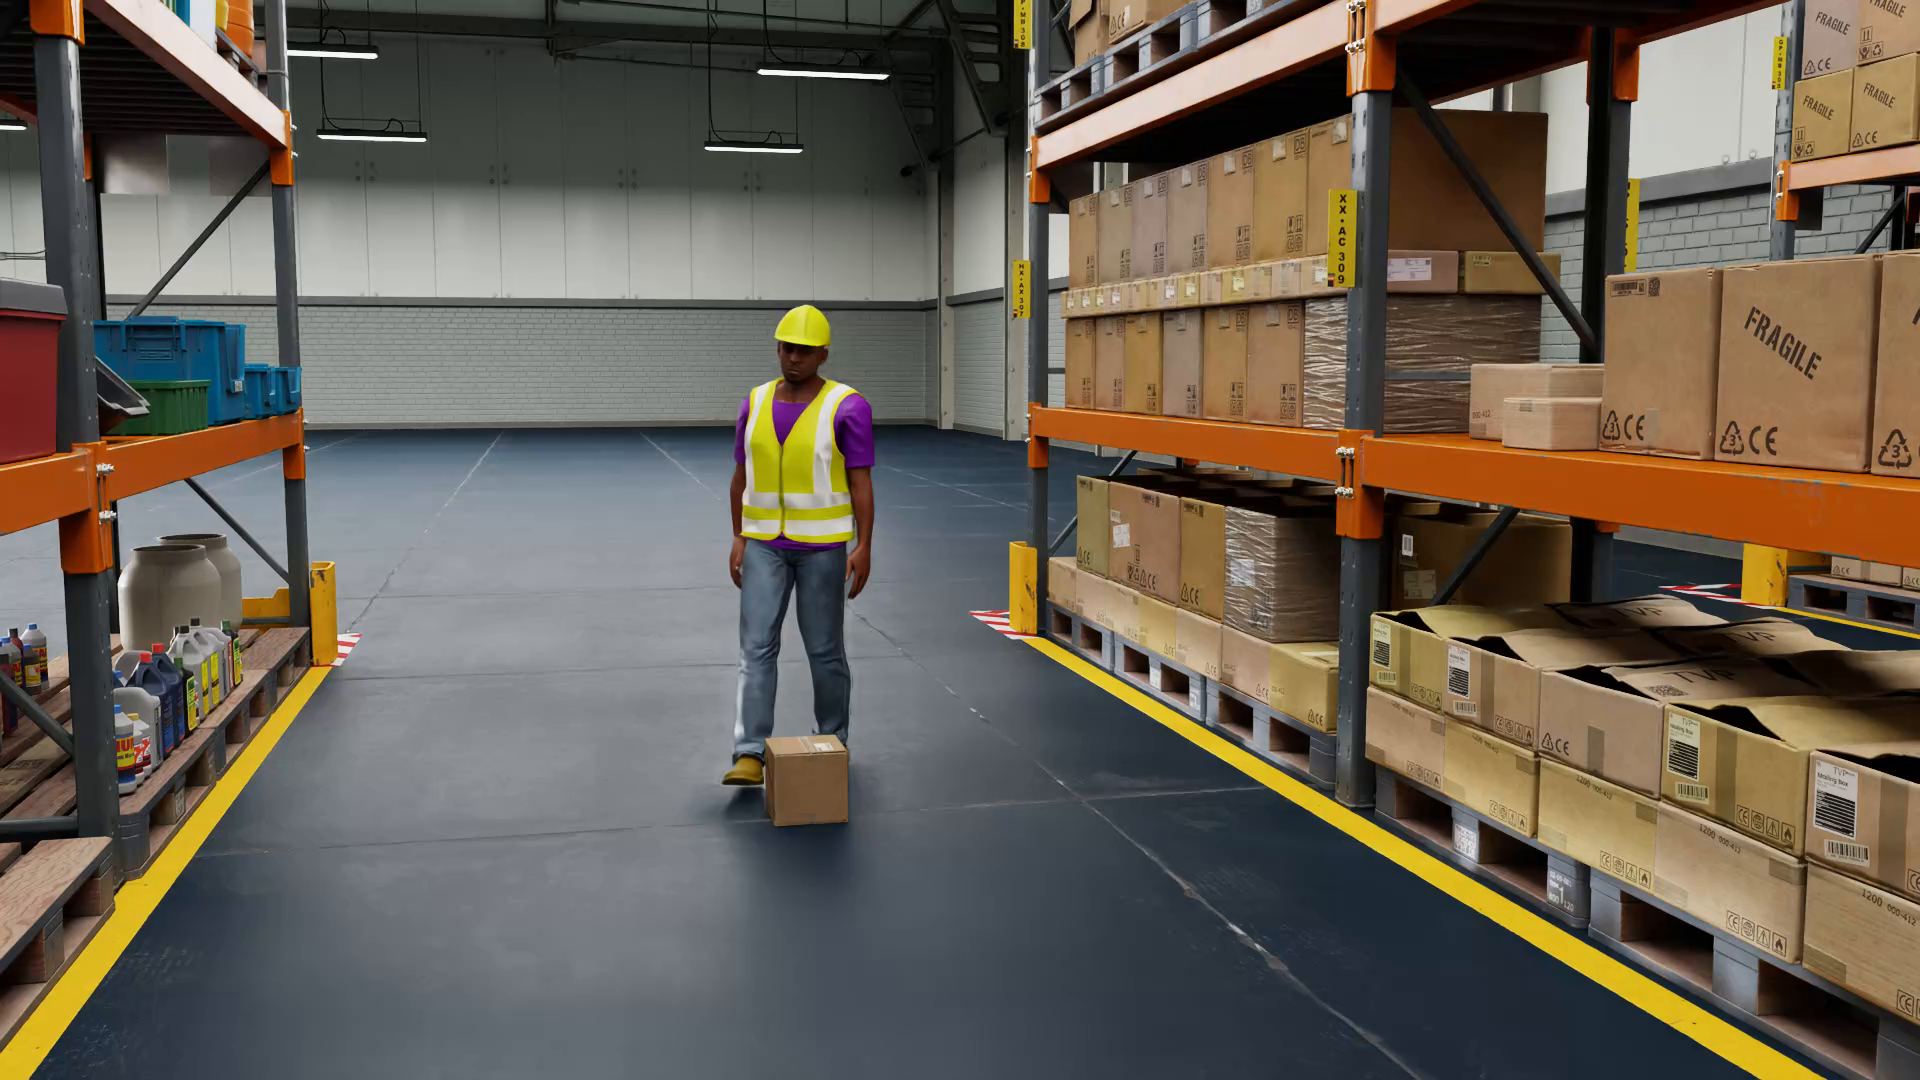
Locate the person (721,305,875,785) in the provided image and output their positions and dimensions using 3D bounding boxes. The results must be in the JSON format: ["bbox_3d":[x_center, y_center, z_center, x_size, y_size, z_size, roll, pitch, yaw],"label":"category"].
[{"bbox_3d":[-0.629,0.022,6.093,0.587,1.759,0.732,2,6,15],"label":"person"}]
